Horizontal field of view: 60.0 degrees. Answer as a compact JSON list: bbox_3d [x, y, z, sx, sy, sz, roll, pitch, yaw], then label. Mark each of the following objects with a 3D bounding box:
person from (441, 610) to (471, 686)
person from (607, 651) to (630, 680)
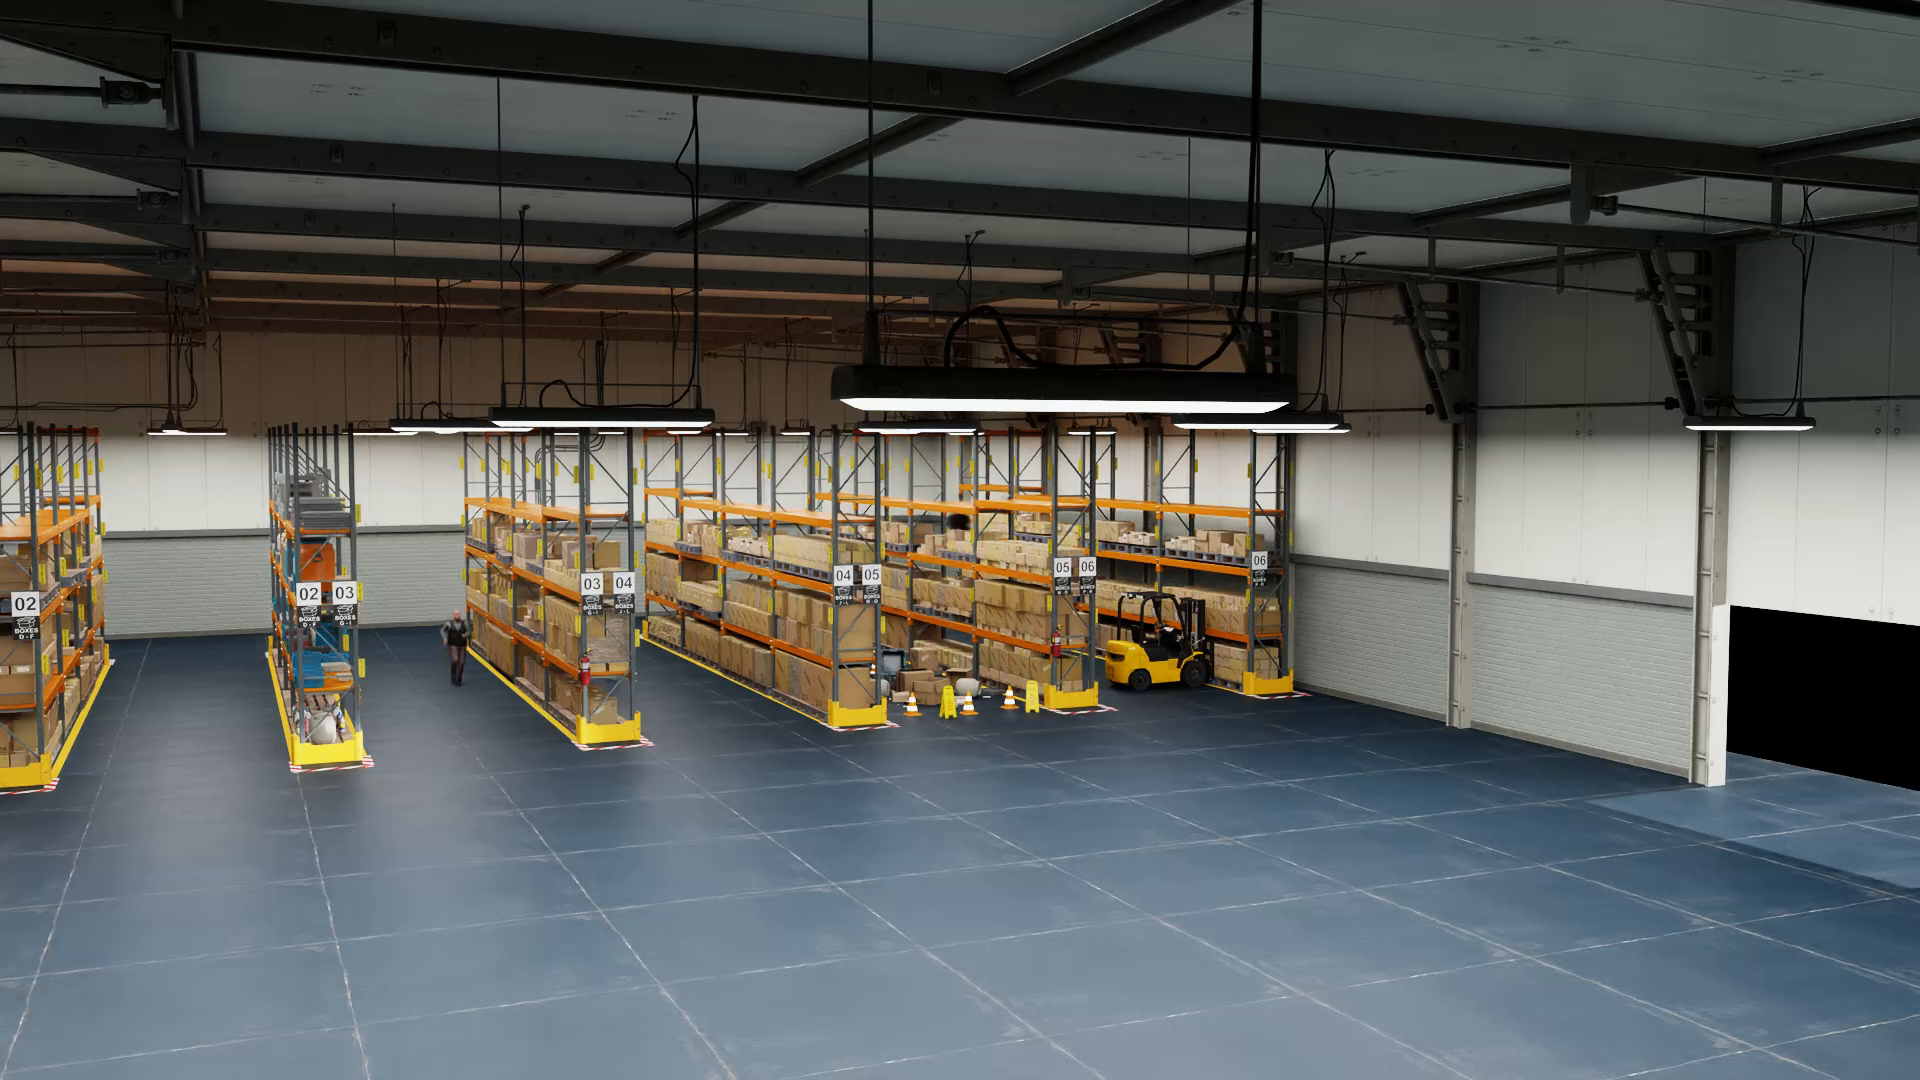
[{"bbox_3d":[-11.700,2.505,38.687,0.650,1.748,0.724,-2,4,-28],"label":"person"},{"bbox_3d":[-7.994,2.516,39.148,0.871,1.611,0.679,3,5,42],"label":"person"}]
